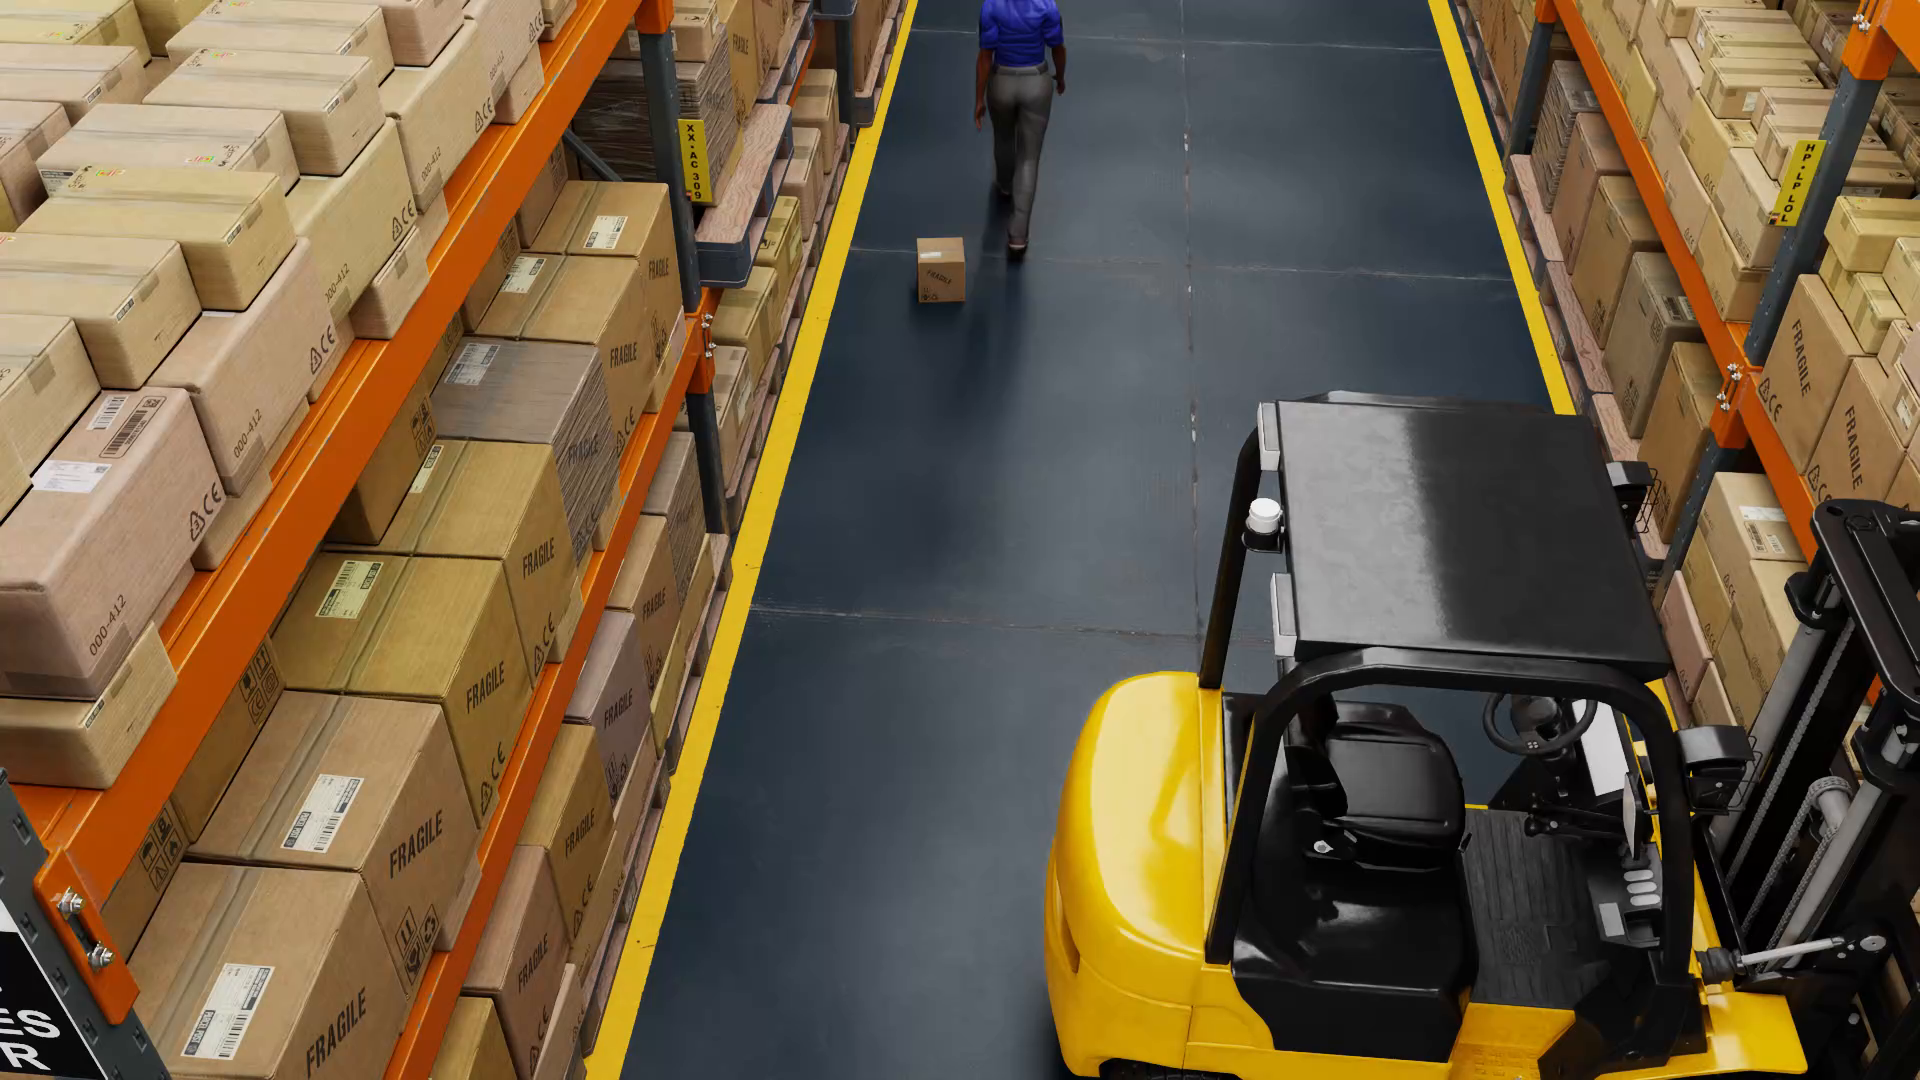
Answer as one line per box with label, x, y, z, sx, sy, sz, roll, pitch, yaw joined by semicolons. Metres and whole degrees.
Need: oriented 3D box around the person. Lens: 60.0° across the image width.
person;0.336;-2.489;9.085;0.475;1.595;0.988;5;41;6
